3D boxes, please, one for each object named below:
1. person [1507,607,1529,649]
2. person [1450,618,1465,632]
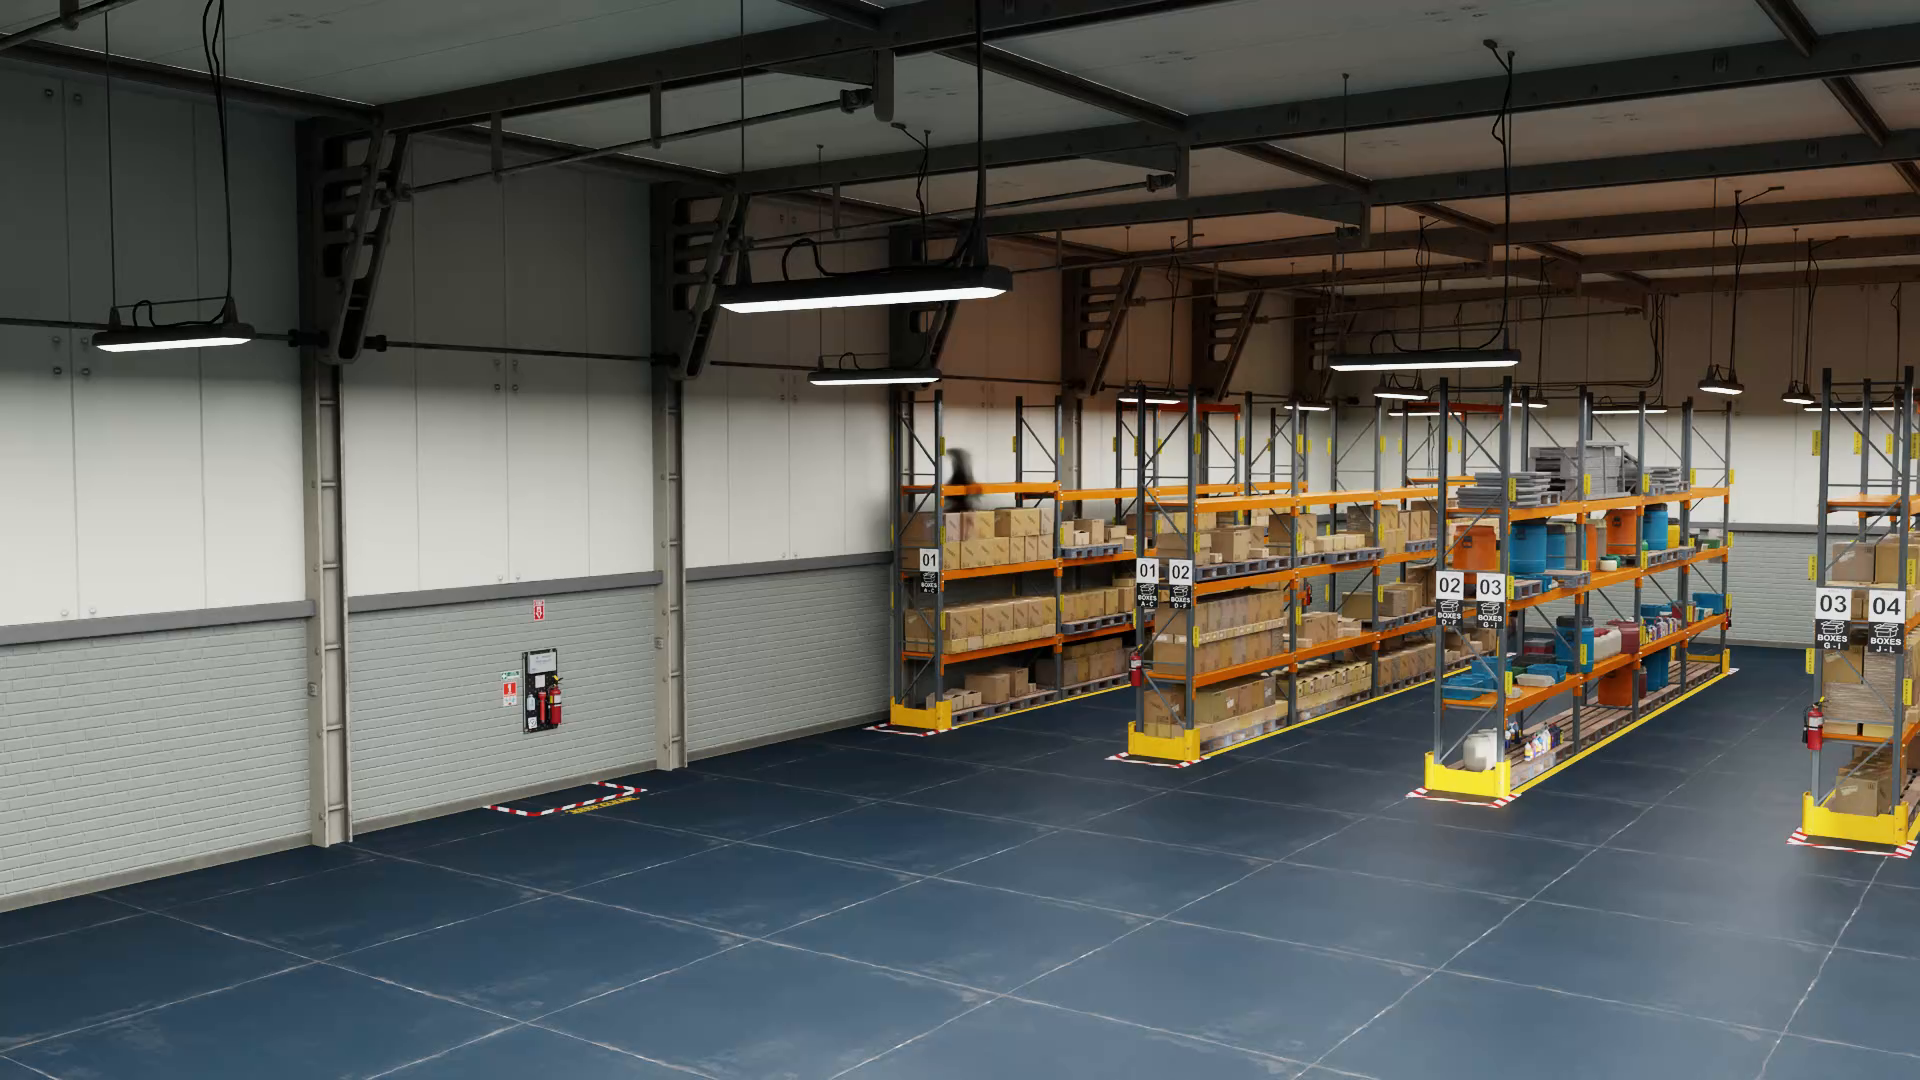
[{"bbox_3d":[13.467,1.885,40.479,0.646,1.704,0.868,-3,4,-41],"label":"person"},{"bbox_3d":[12.575,1.852,41.879,0.690,1.684,0.643,-1,3,-22],"label":"person"}]
